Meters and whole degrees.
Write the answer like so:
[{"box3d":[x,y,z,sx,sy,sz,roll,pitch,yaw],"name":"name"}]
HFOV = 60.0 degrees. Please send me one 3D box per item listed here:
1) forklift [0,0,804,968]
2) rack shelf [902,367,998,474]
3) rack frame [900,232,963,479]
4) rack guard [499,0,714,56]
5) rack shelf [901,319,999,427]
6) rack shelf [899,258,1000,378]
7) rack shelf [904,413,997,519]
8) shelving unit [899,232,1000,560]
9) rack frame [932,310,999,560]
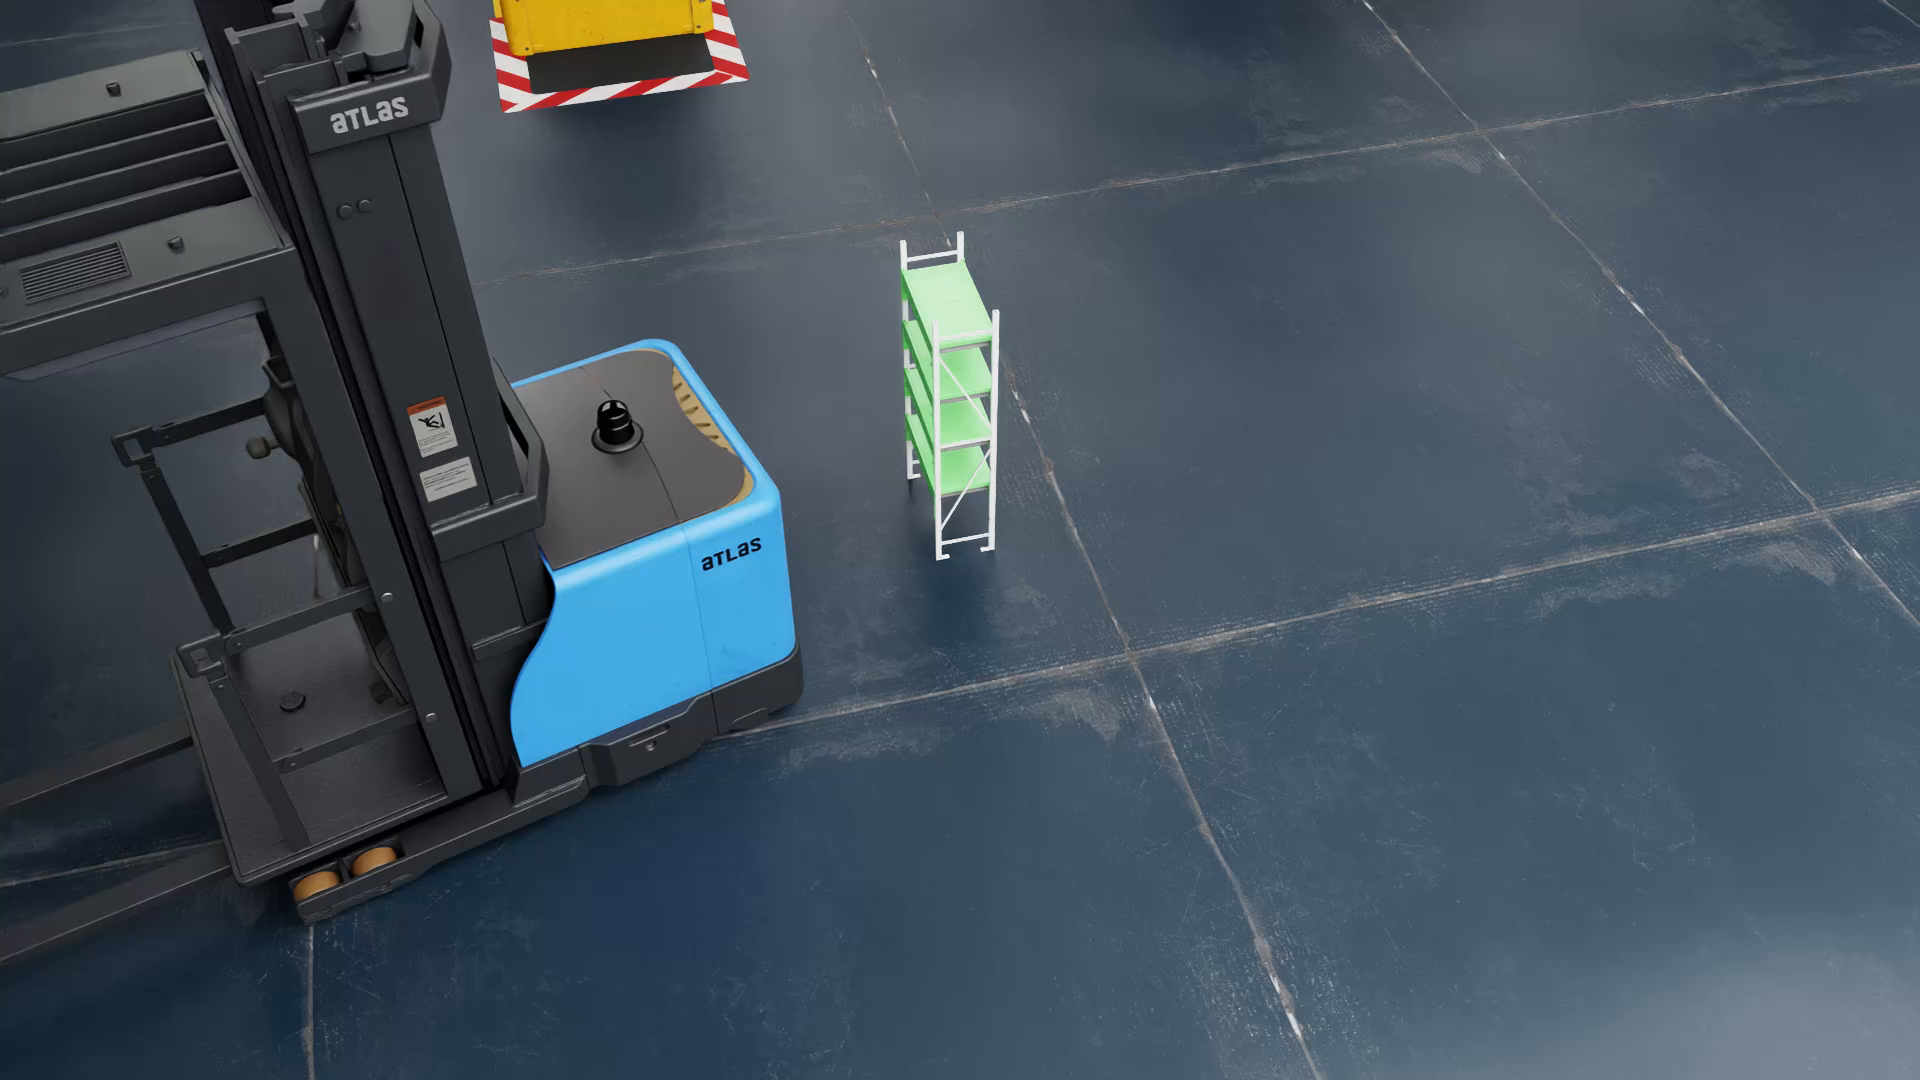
[{"box3d":[-2.112,-0.203,4.897,3.031,2.935,1.130,-22,50,-20],"name":"forklift"},{"box3d":[-0.042,-0.490,6.479,0.258,0.148,0.480,-11,47,-10],"name":"rack shelf"},{"box3d":[-0.105,-0.703,6.599,0.240,1.200,0.015,-11,47,-10],"name":"rack frame"},{"box3d":[-2.025,-3.138,9.475,1.175,0.500,0.348,-11,47,-10],"name":"rack guard"},{"box3d":[-0.042,-0.658,6.308,0.258,0.148,0.480,-11,47,-10],"name":"rack shelf"},{"box3d":[-0.042,-0.825,6.136,0.258,0.148,0.480,-11,47,-10],"name":"rack shelf"},{"box3d":[-0.042,-0.322,6.651,0.258,0.148,0.480,-11,47,-10],"name":"rack shelf"},{"box3d":[-0.042,-0.534,6.433,0.258,1.200,0.503,-11,47,-10],"name":"shelving unit"},{"box3d":[0.020,-0.366,6.268,0.240,1.200,0.015,-11,47,-10],"name":"rack frame"}]
